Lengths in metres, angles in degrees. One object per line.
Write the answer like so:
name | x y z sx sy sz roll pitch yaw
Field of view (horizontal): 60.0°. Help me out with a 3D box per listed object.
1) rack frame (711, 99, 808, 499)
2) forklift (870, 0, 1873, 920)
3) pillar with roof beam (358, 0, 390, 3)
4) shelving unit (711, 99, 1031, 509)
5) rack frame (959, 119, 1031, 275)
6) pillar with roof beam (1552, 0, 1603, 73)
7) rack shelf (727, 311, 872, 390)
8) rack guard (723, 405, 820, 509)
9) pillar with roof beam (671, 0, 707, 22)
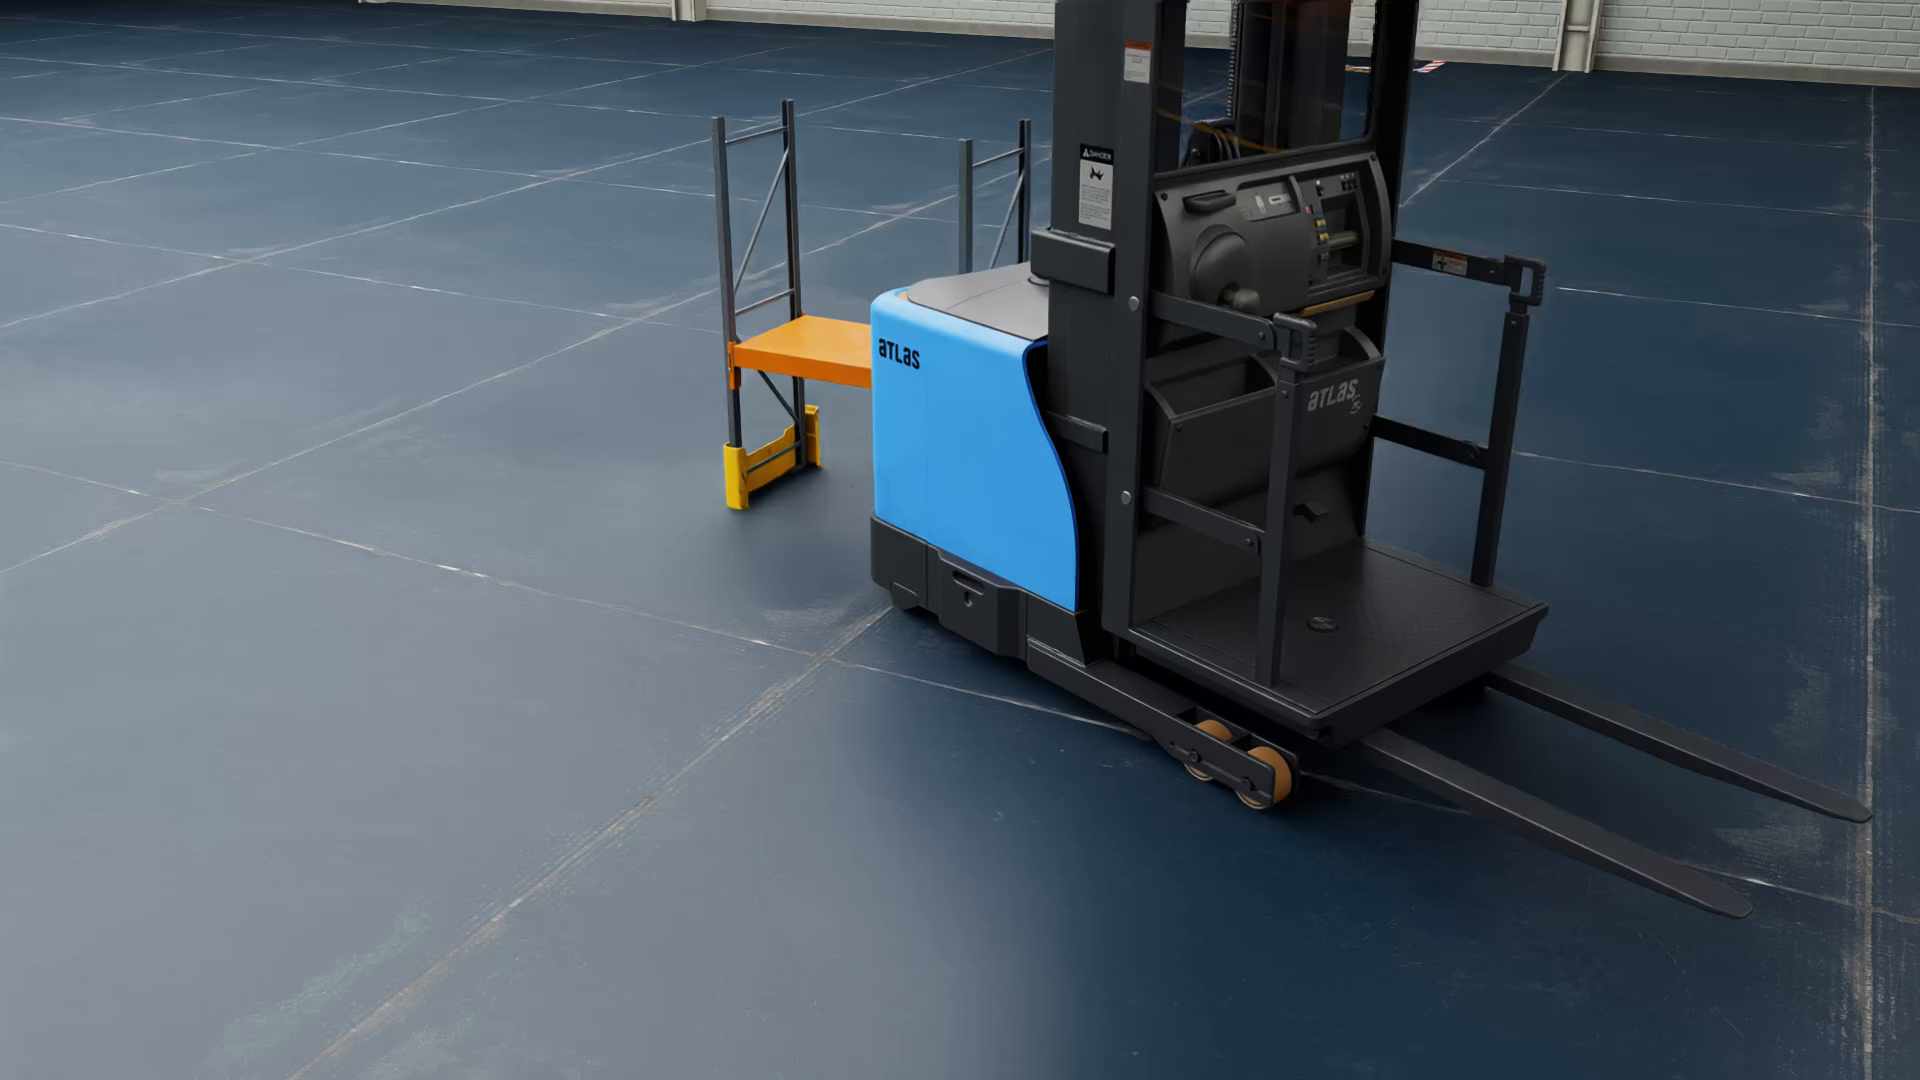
rack frame | -0.772 -0.922 6.501 0.032 1.500 0.500 12 26 26
forklift | 1.023 -0.839 4.478 1.130 2.935 3.031 -18 29 -36
pillar with roof beam | -11.134 -11.088 20.824 0.400 9.000 9.100 11 25 25
shelving unit | -0.315 -0.827 6.277 1.083 1.500 0.587 12 26 26
rack frame | 0.126 -0.735 6.061 0.032 1.500 0.500 12 26 26
pillar with roof beam | 4.930 -7.910 13.351 0.400 9.000 9.100 11 25 25
rack shelf | -0.323 -0.663 6.352 1.000 0.185 0.538 12 26 26
rack guard | -0.754 -0.343 6.737 0.087 0.250 0.587 12 26 26
pillar with roof beam | -5.779 -10.029 18.333 0.400 9.000 9.100 11 25 25
